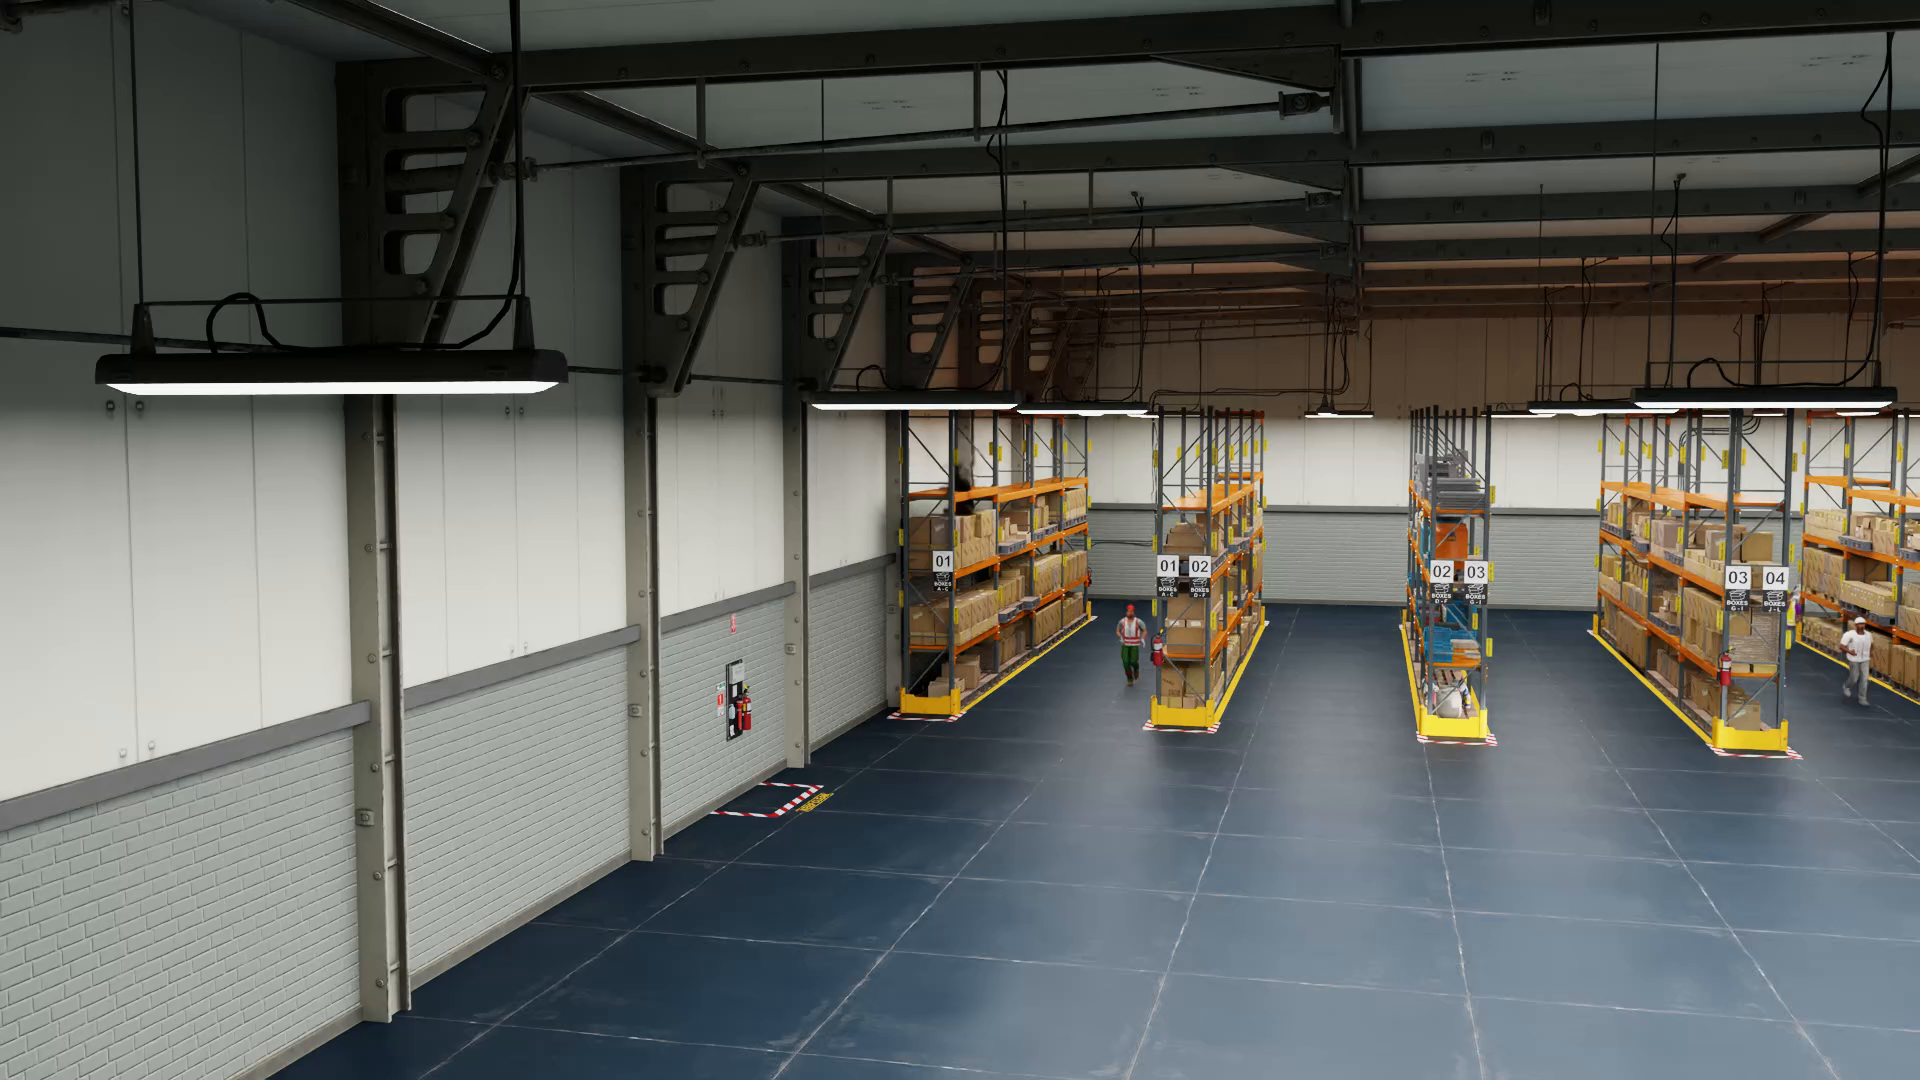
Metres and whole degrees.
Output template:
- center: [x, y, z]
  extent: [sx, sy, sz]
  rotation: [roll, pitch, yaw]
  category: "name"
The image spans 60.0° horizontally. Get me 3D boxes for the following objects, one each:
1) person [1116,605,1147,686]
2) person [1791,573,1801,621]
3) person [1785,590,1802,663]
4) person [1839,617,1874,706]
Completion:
- center: [3.681, 2.279, 35.920]
  extent: [0.655, 1.742, 0.594]
  rotation: [1, 4, 16]
  category: "person"
- center: [22.462, 1.720, 44.657]
  extent: [0.566, 1.680, 0.730]
  rotation: [3, 5, 31]
  category: "person"
- center: [19.564, 2.036, 39.407]
  extent: [0.707, 1.726, 0.753]
  rotation: [1, 4, 16]
  category: "person"
- center: [18.118, 2.426, 33.528]
  extent: [0.698, 1.743, 0.860]
  rotation: [0, 4, 5]
  category: "person"
